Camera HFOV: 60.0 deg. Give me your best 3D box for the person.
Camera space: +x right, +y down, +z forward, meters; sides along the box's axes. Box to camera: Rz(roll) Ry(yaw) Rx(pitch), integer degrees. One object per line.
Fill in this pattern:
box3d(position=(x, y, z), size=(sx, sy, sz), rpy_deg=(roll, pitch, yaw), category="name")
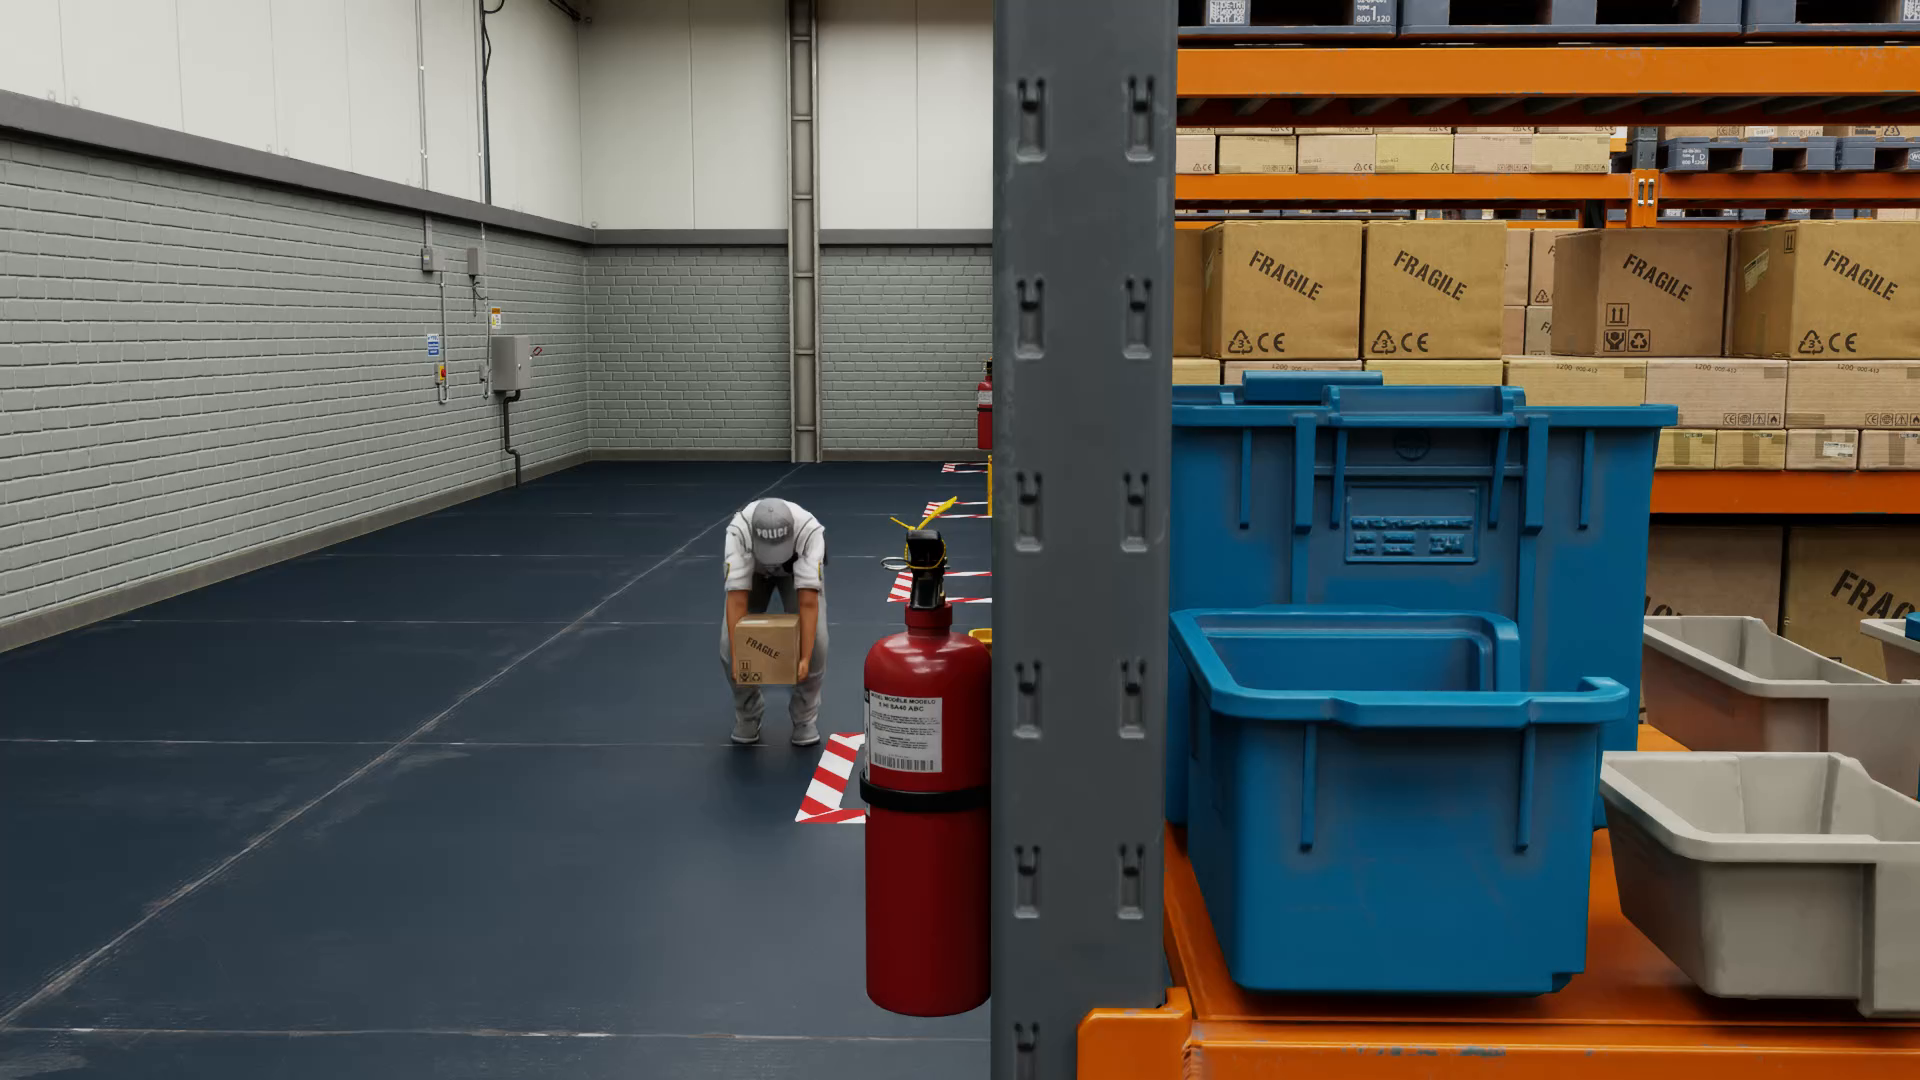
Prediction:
box3d(position=(-0.807, 0.249, 7.198), size=(0.465, 1.324, 0.873), rpy_deg=(0, 7, -3), category="person")
